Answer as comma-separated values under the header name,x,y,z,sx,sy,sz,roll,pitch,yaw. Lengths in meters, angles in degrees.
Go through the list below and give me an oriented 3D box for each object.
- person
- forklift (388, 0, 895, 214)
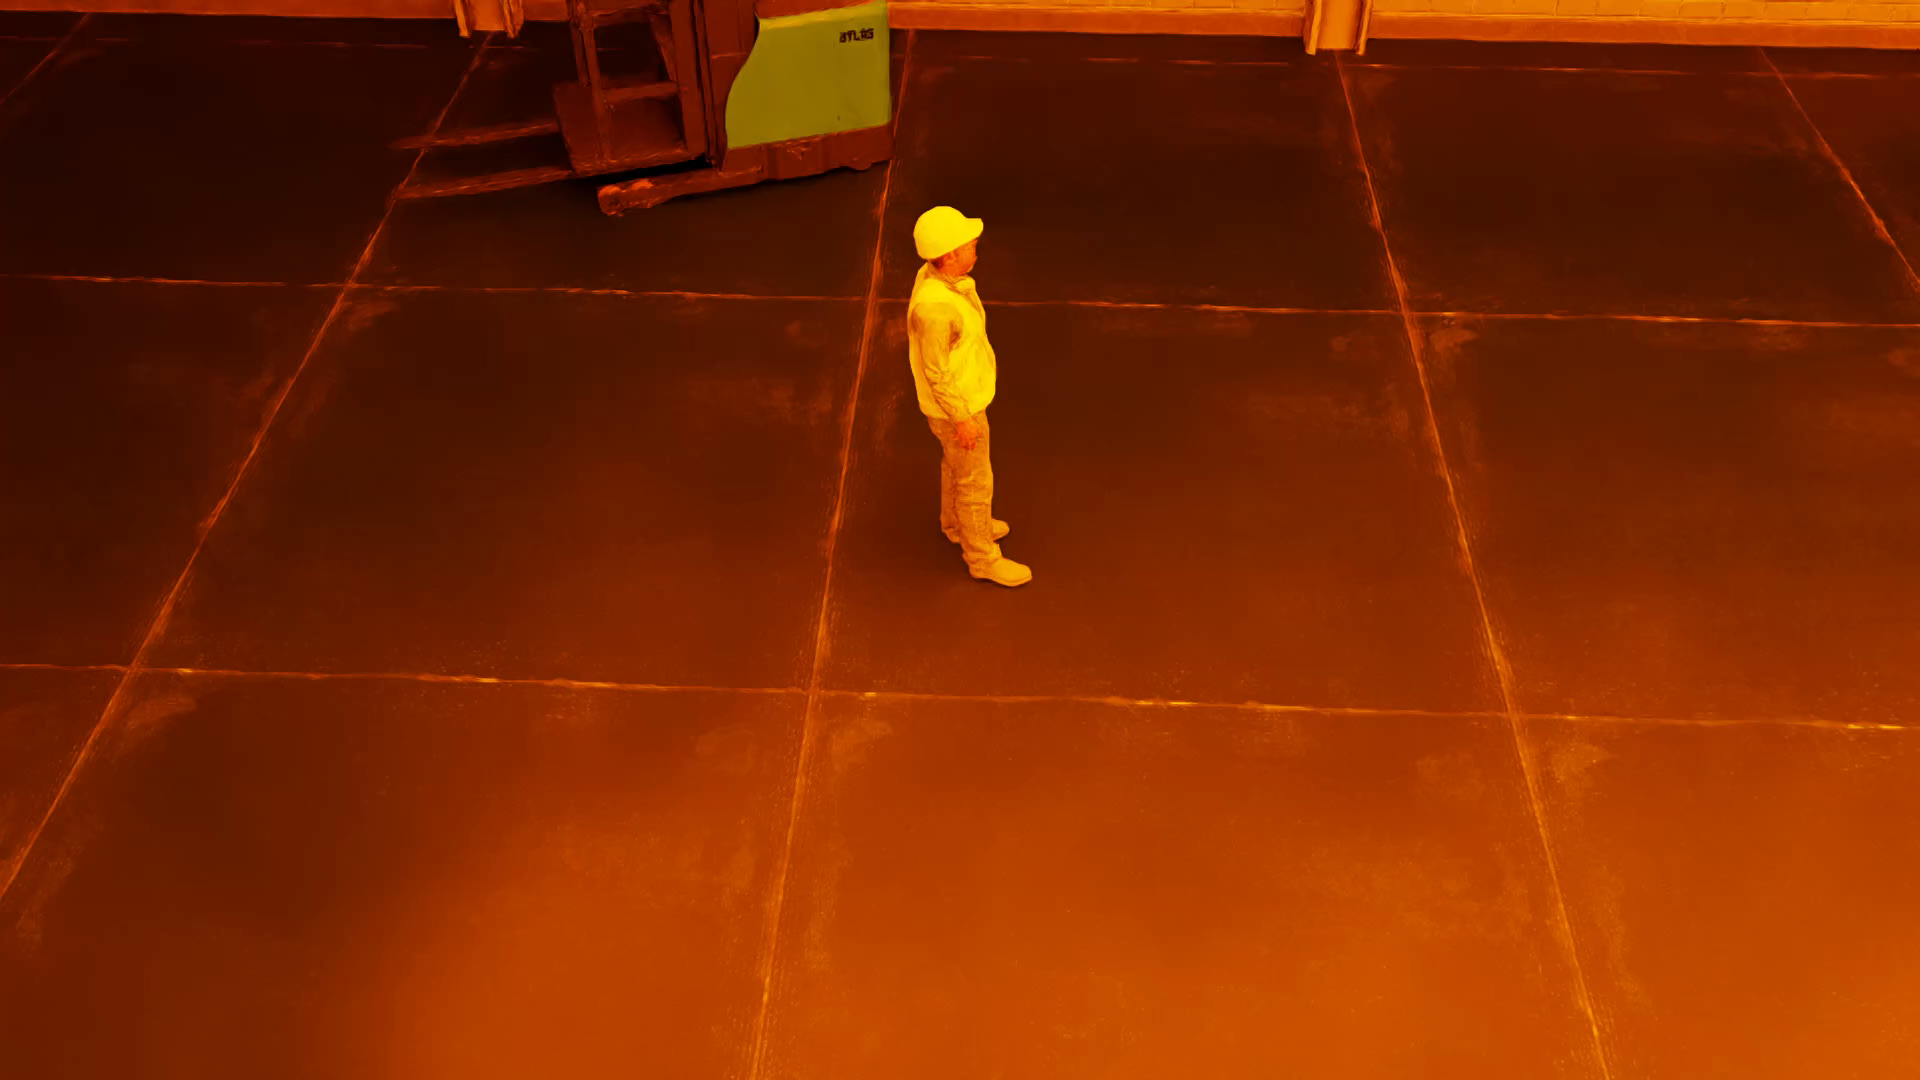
name,x,y,z,sx,sy,sz,roll,pitch,yaw
person,0.062,-0.653,7.305,0.567,1.773,0.632,2,42,2
forklift,-1.986,-3.457,9.530,3.031,2.935,1.130,-12,44,-13
